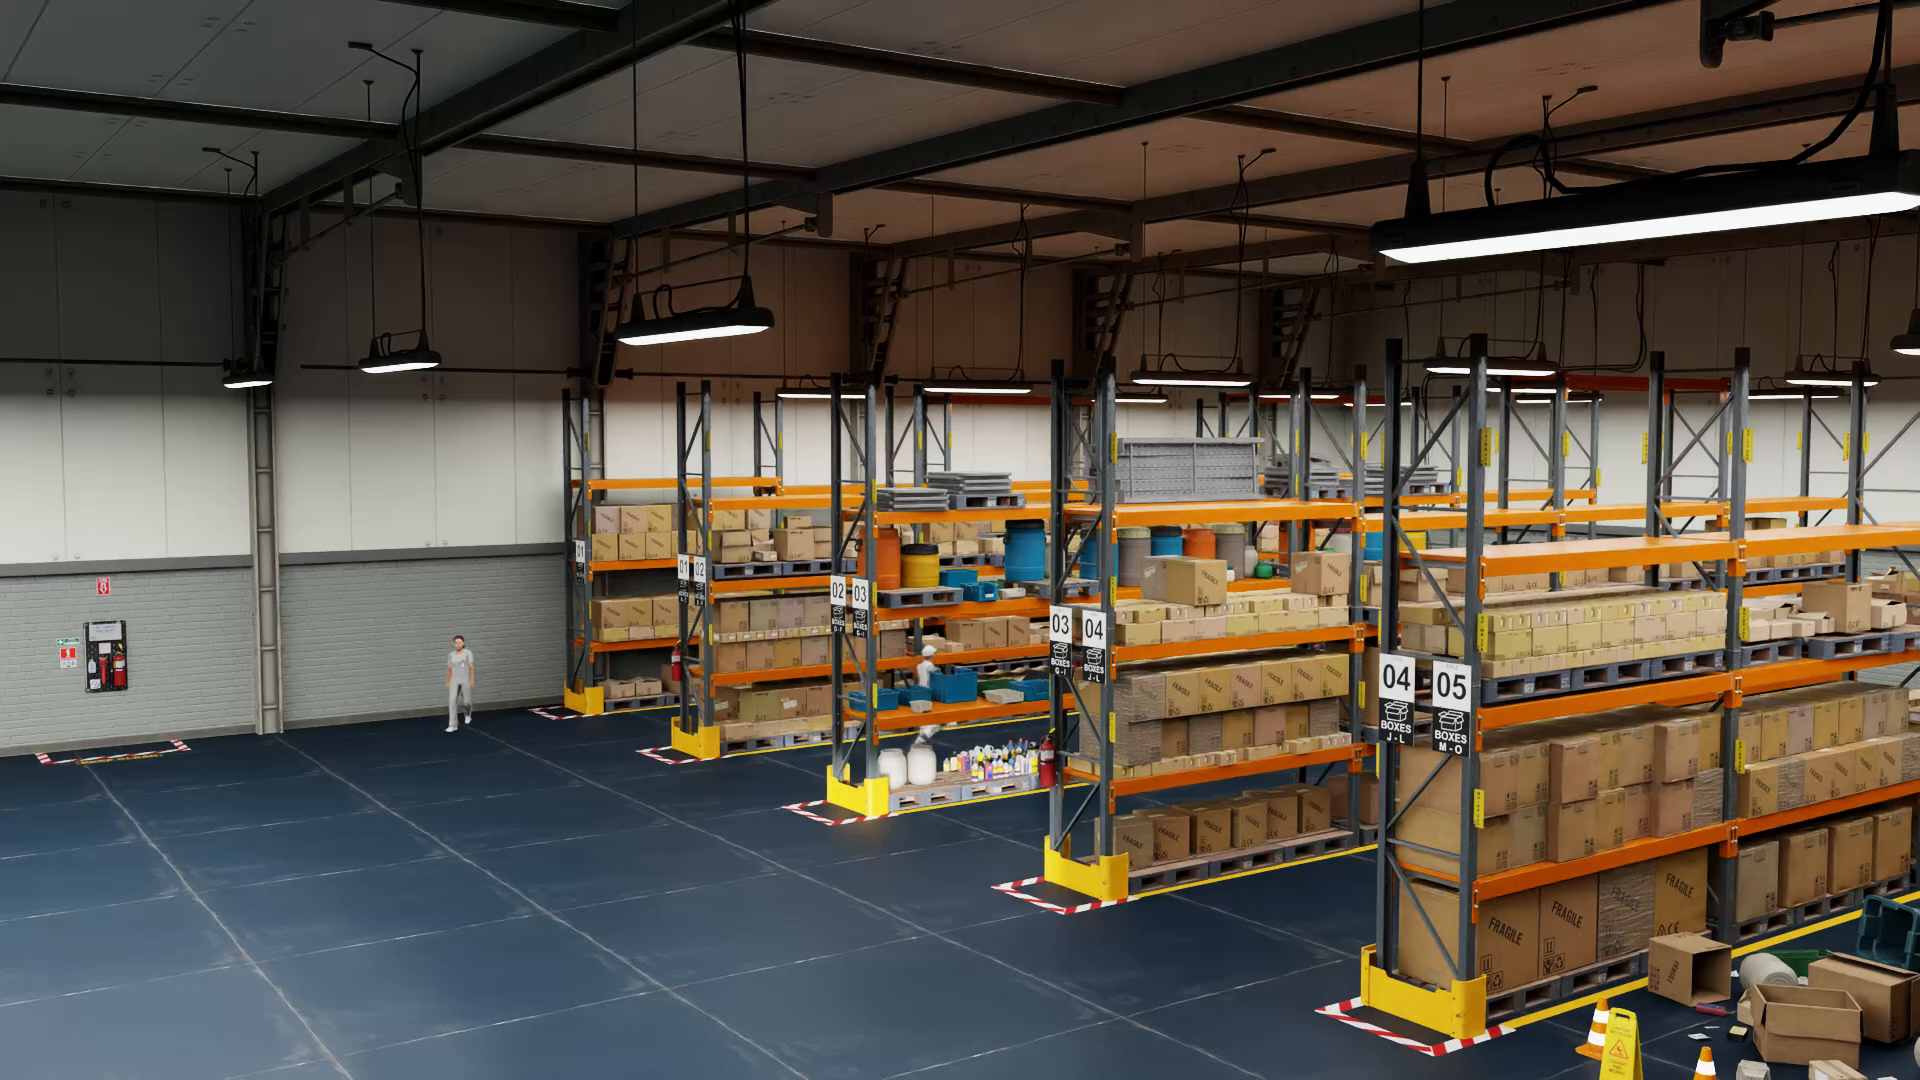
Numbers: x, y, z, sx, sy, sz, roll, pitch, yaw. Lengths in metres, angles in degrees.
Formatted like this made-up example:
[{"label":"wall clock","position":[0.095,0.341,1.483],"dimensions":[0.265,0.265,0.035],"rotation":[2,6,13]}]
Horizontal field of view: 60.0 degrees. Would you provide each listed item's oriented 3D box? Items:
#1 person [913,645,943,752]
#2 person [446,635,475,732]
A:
[{"label":"person","position":[-0.559,2.566,26.545],"dimensions":[0.490,1.781,0.584],"rotation":[-1,4,-22]},{"label":"person","position":[-8.697,2.469,28.951],"dimensions":[0.498,1.649,0.801],"rotation":[0,4,0]}]
